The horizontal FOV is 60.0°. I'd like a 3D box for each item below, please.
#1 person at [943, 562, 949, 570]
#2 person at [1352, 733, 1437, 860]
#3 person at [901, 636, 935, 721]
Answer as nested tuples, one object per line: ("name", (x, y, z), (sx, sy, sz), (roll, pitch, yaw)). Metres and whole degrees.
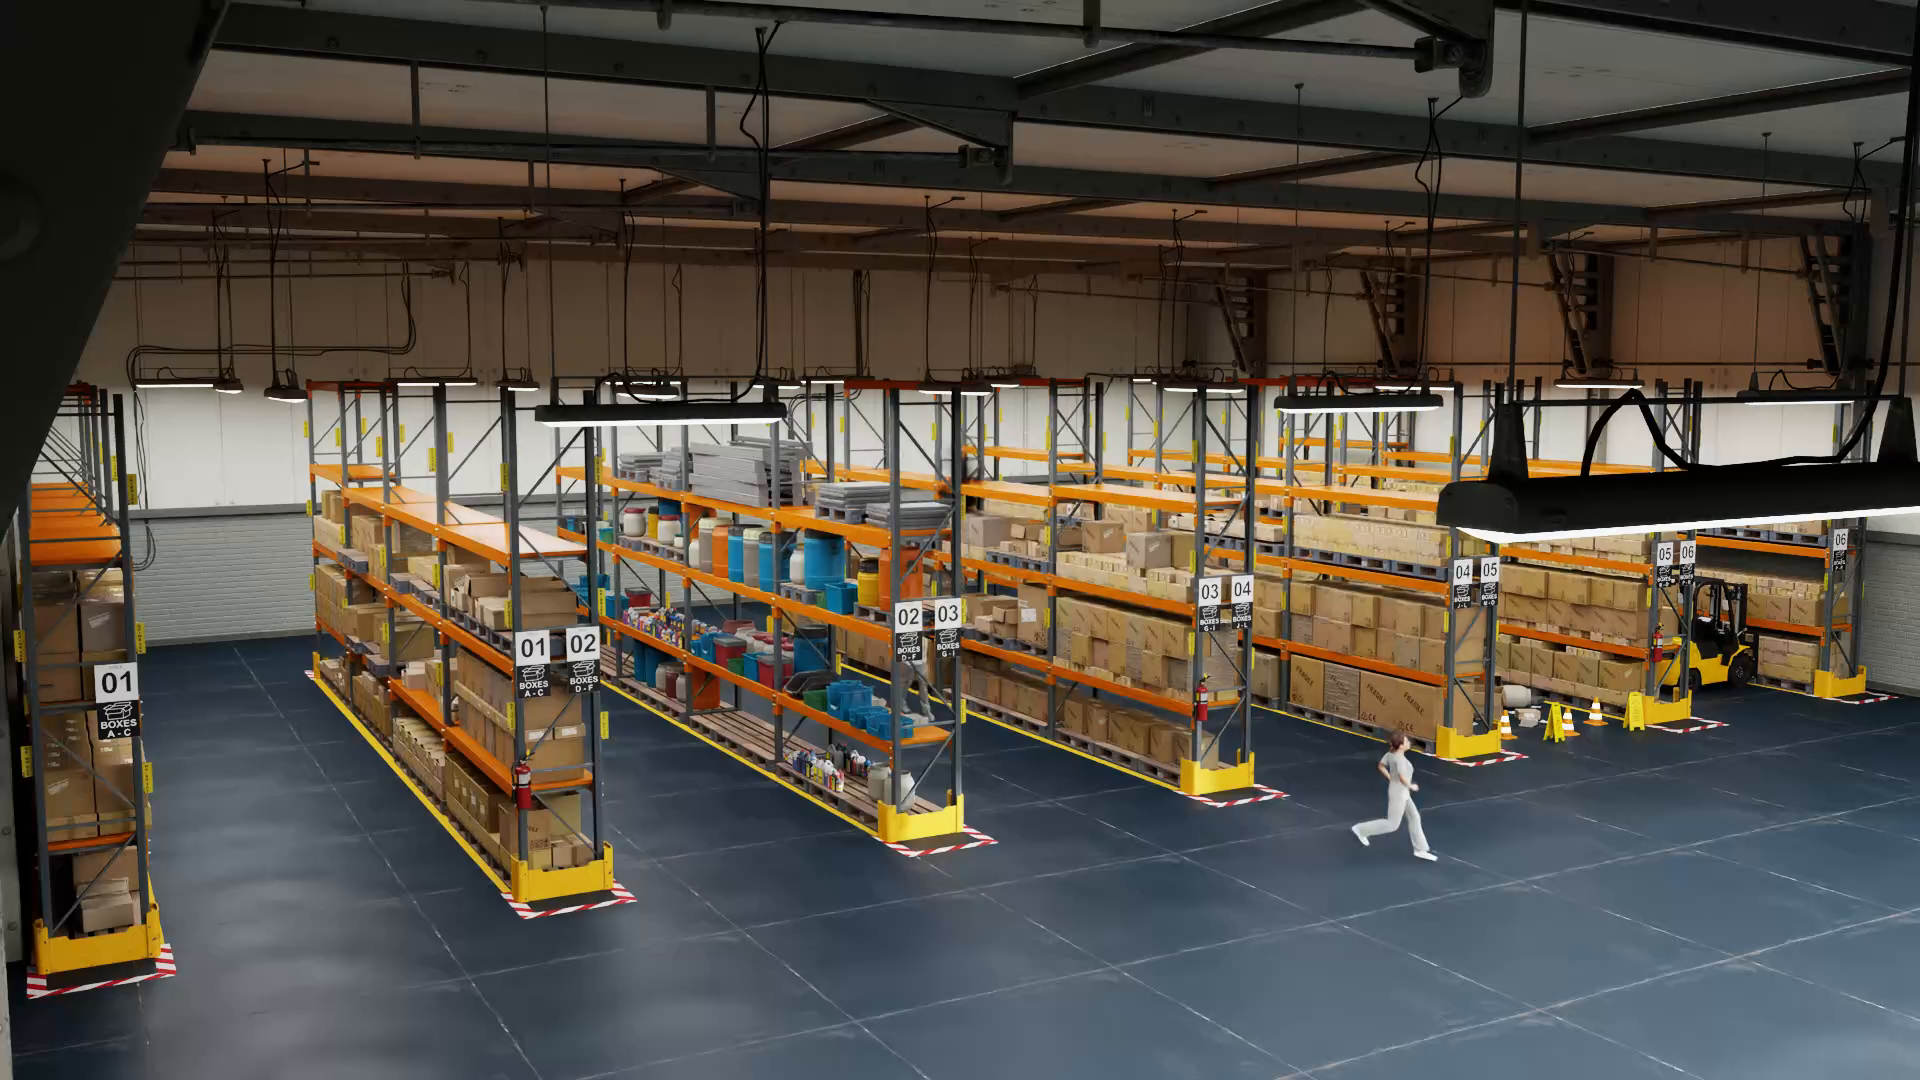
("person", (-0.509, 1.304, 39.106), (0.709, 1.782, 0.704), (-3, 7, -26))
("person", (5.556, 3.278, 21.193), (1.093, 1.662, 0.538), (1, 6, 6))
("person", (-0.777, 2.136, 28.446), (0.681, 1.844, 0.777), (-5, 8, -40))
